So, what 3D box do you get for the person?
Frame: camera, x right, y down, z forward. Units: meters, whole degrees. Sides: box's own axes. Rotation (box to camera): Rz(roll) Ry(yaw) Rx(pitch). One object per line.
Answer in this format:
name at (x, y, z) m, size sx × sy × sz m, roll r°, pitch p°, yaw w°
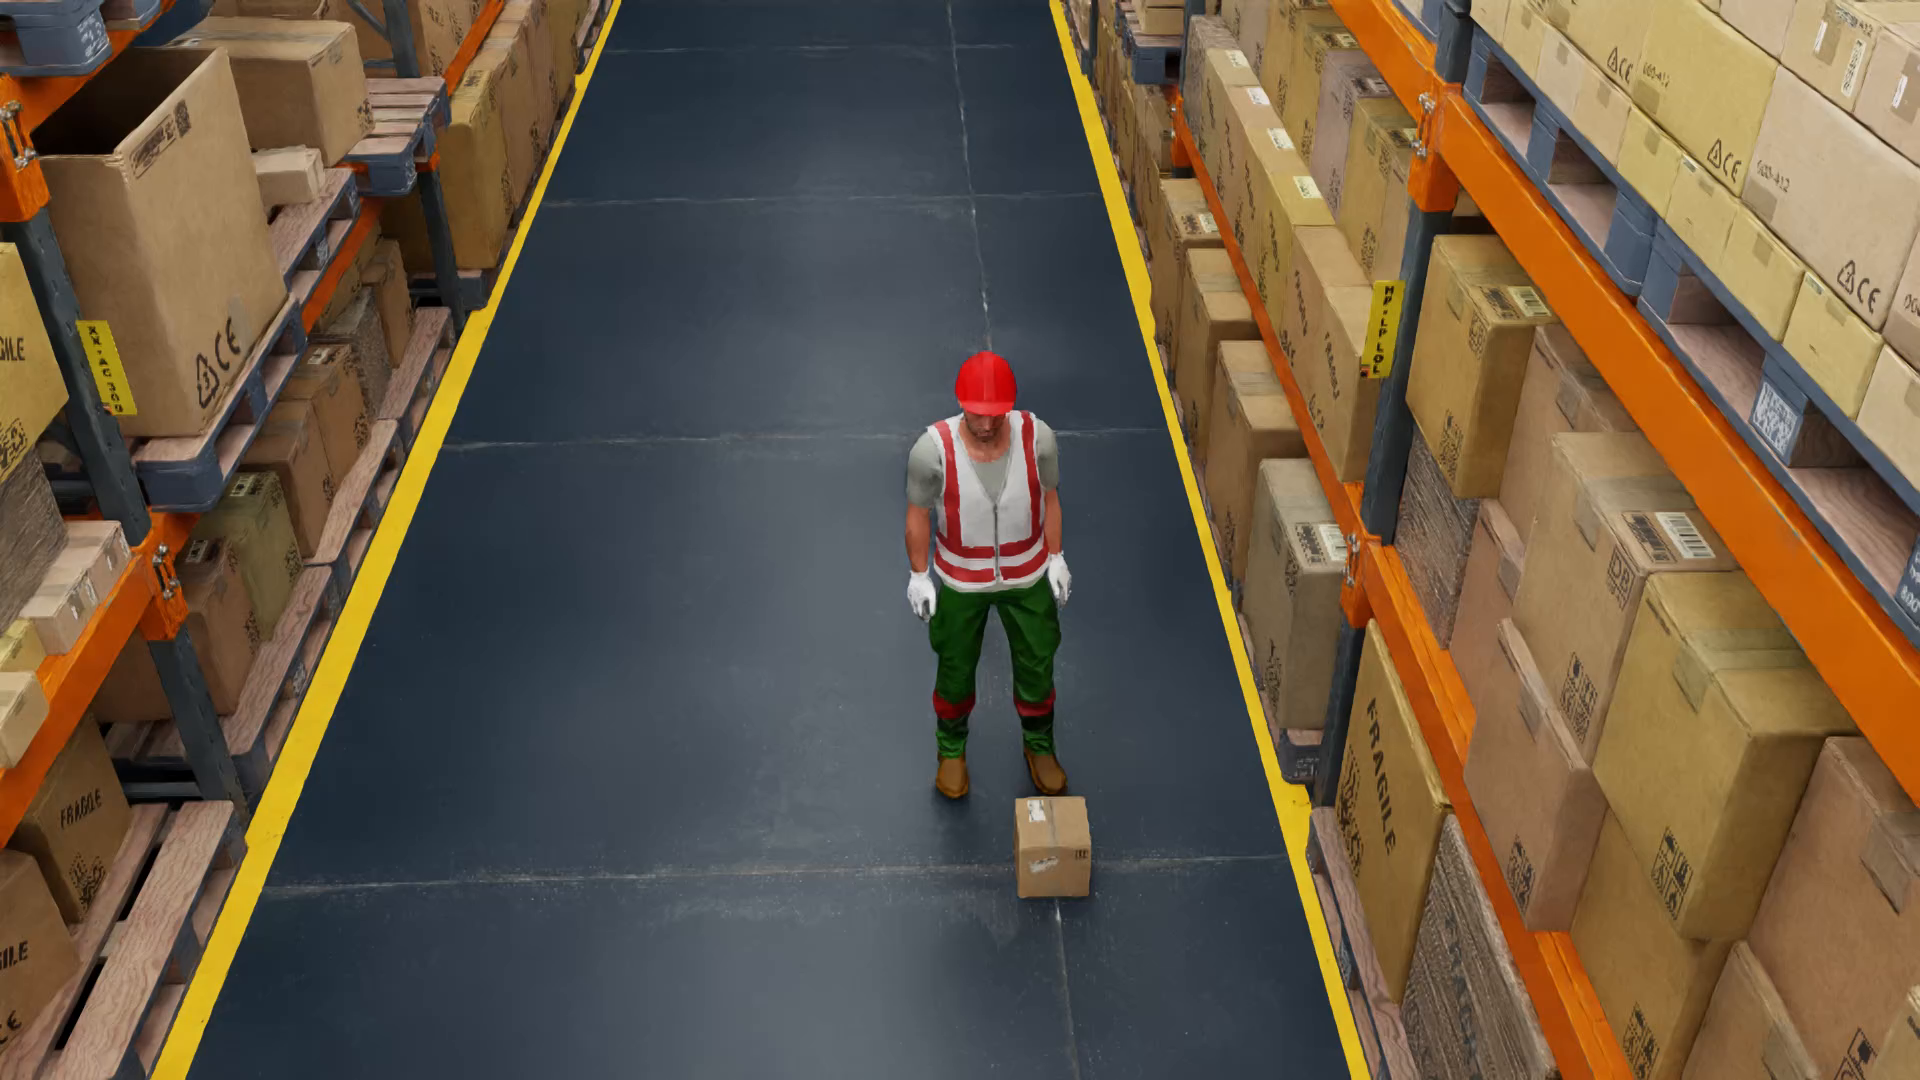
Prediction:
person at (0.112, 0.145, 5.875) m, size 0.591 × 1.796 × 0.405 m, roll -5°, pitch 35°, yaw -7°
